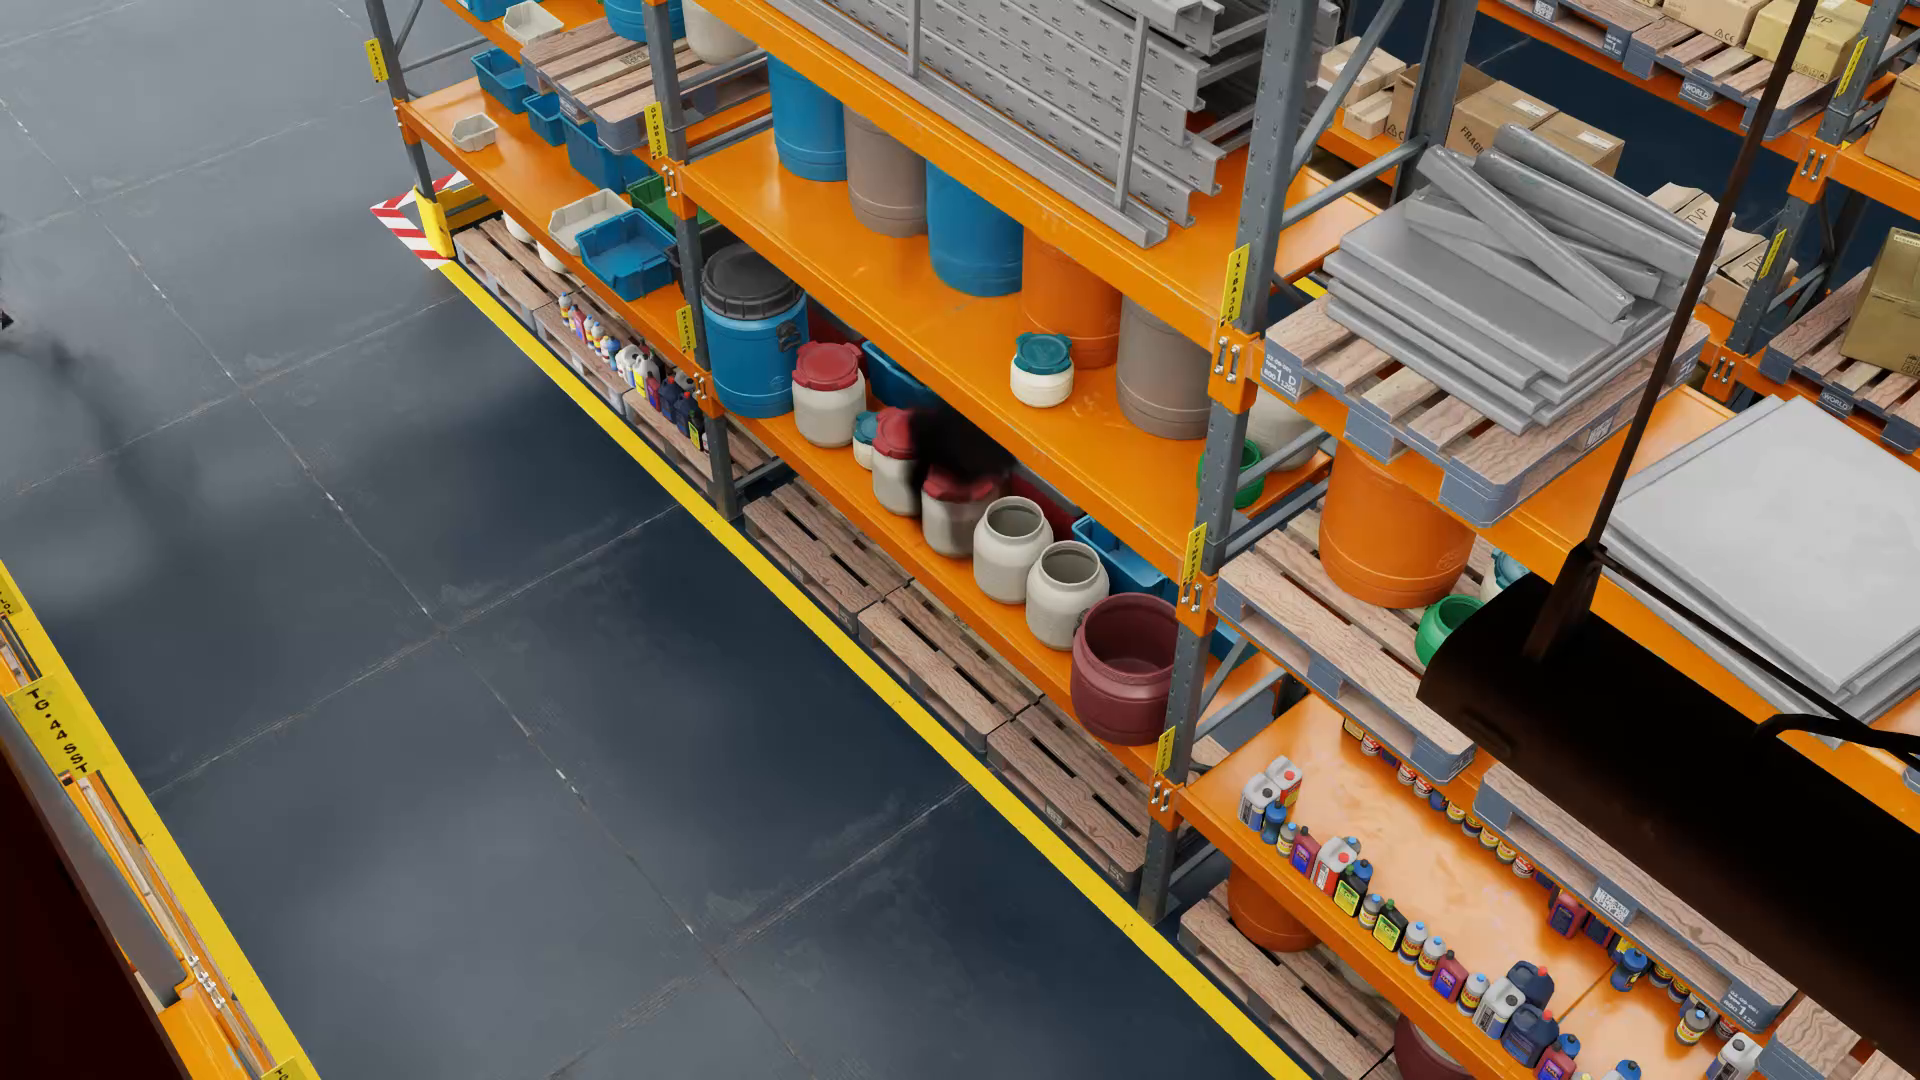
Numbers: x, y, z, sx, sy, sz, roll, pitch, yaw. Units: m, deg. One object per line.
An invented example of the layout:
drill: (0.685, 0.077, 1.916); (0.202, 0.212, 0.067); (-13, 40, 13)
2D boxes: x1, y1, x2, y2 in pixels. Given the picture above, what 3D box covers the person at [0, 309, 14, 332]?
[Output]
person: (-7.443, -1.947, 11.676); (0.813, 1.673, 0.714); (17, 49, 15)
